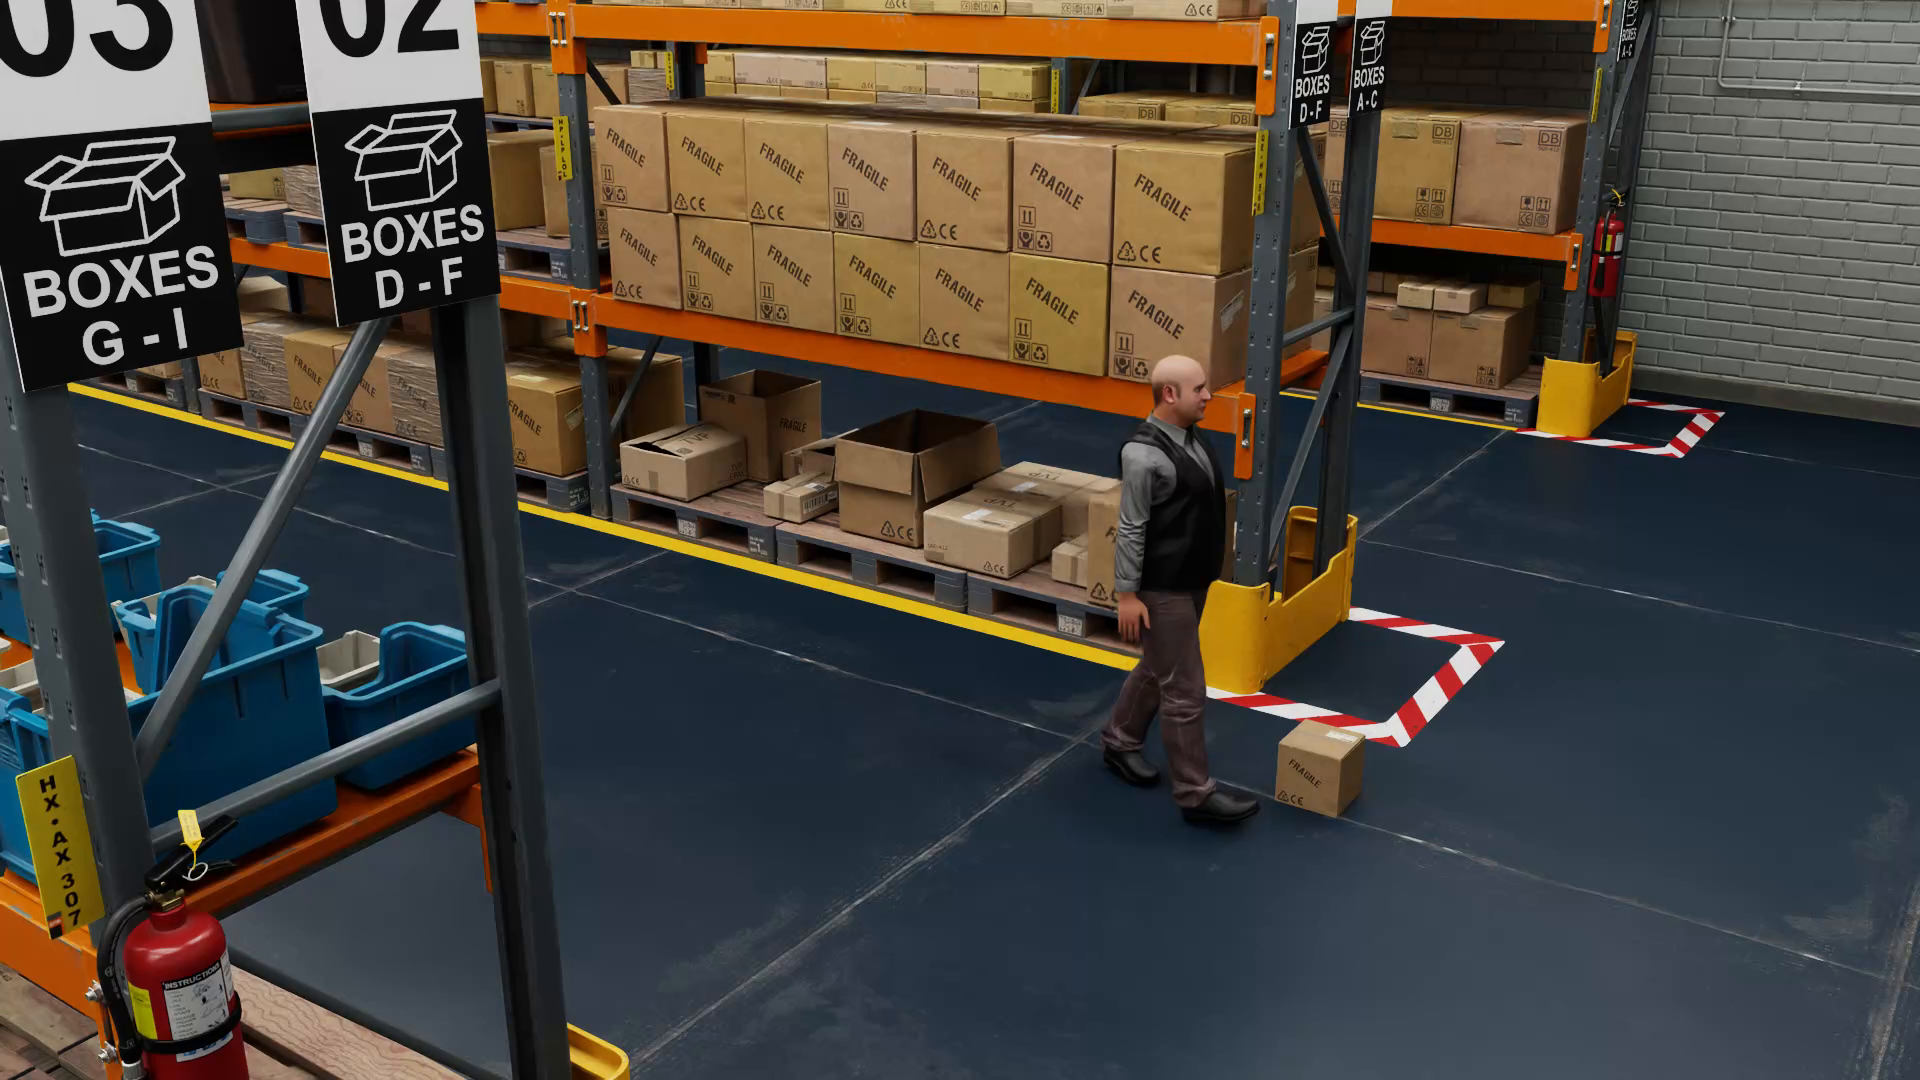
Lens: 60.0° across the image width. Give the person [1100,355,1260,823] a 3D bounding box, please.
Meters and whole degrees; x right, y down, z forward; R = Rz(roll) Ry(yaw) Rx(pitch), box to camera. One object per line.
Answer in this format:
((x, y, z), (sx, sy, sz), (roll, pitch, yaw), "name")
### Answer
((0.827, 0.177, 6.113), (0.742, 1.713, 0.576), (11, 22, 27), "person")
